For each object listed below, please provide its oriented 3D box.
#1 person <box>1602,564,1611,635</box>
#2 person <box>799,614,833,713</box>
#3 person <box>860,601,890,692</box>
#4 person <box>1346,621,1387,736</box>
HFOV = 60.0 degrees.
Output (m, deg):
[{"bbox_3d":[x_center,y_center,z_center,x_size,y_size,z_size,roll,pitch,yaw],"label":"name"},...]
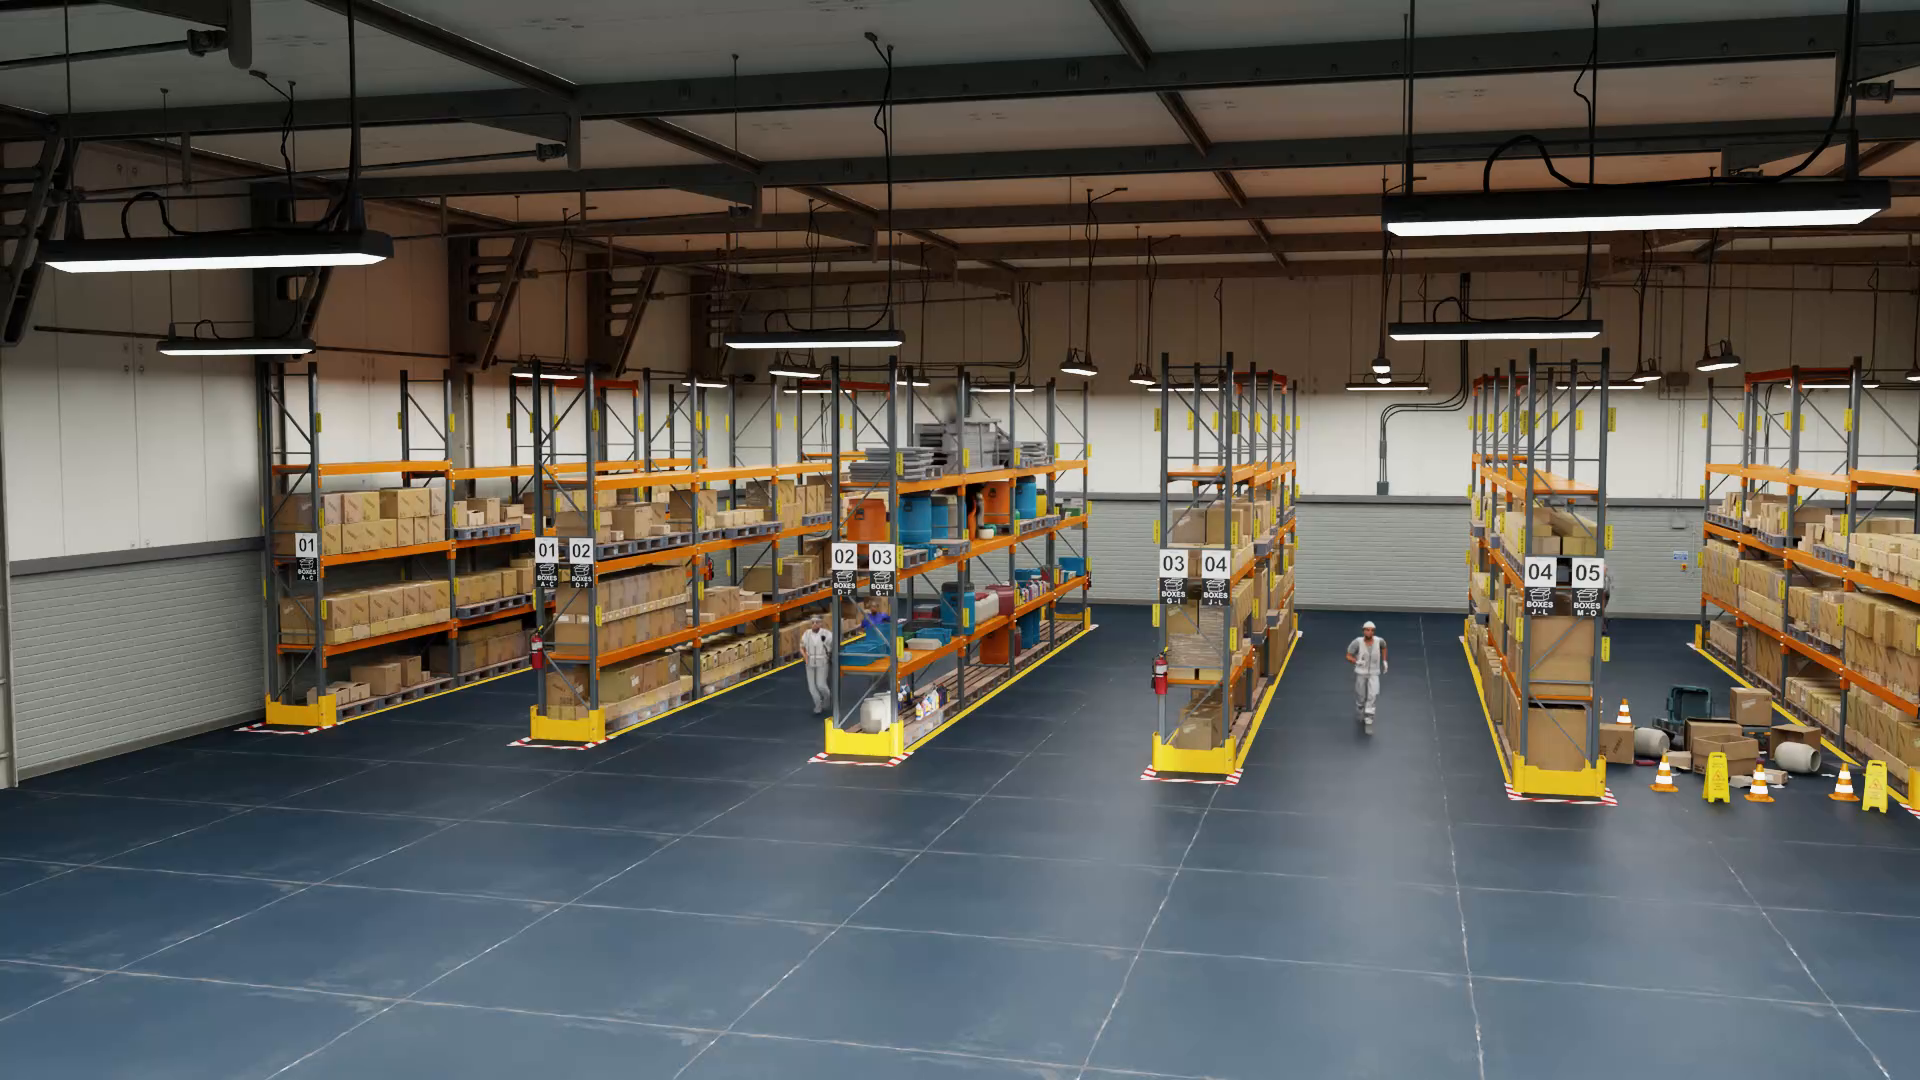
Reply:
[{"bbox_3d":[15.124,1.408,39.297,0.578,1.681,0.657,0,4,0],"label":"person"},{"bbox_3d":[-2.451,2.124,28.569,0.646,1.729,0.671,1,4,9],"label":"person"},{"bbox_3d":[-1.579,1.980,31.377,0.600,1.693,0.878,1,4,11],"label":"person"},{"bbox_3d":[6.623,2.203,27.072,0.688,1.794,1.041,0,4,4],"label":"person"}]
